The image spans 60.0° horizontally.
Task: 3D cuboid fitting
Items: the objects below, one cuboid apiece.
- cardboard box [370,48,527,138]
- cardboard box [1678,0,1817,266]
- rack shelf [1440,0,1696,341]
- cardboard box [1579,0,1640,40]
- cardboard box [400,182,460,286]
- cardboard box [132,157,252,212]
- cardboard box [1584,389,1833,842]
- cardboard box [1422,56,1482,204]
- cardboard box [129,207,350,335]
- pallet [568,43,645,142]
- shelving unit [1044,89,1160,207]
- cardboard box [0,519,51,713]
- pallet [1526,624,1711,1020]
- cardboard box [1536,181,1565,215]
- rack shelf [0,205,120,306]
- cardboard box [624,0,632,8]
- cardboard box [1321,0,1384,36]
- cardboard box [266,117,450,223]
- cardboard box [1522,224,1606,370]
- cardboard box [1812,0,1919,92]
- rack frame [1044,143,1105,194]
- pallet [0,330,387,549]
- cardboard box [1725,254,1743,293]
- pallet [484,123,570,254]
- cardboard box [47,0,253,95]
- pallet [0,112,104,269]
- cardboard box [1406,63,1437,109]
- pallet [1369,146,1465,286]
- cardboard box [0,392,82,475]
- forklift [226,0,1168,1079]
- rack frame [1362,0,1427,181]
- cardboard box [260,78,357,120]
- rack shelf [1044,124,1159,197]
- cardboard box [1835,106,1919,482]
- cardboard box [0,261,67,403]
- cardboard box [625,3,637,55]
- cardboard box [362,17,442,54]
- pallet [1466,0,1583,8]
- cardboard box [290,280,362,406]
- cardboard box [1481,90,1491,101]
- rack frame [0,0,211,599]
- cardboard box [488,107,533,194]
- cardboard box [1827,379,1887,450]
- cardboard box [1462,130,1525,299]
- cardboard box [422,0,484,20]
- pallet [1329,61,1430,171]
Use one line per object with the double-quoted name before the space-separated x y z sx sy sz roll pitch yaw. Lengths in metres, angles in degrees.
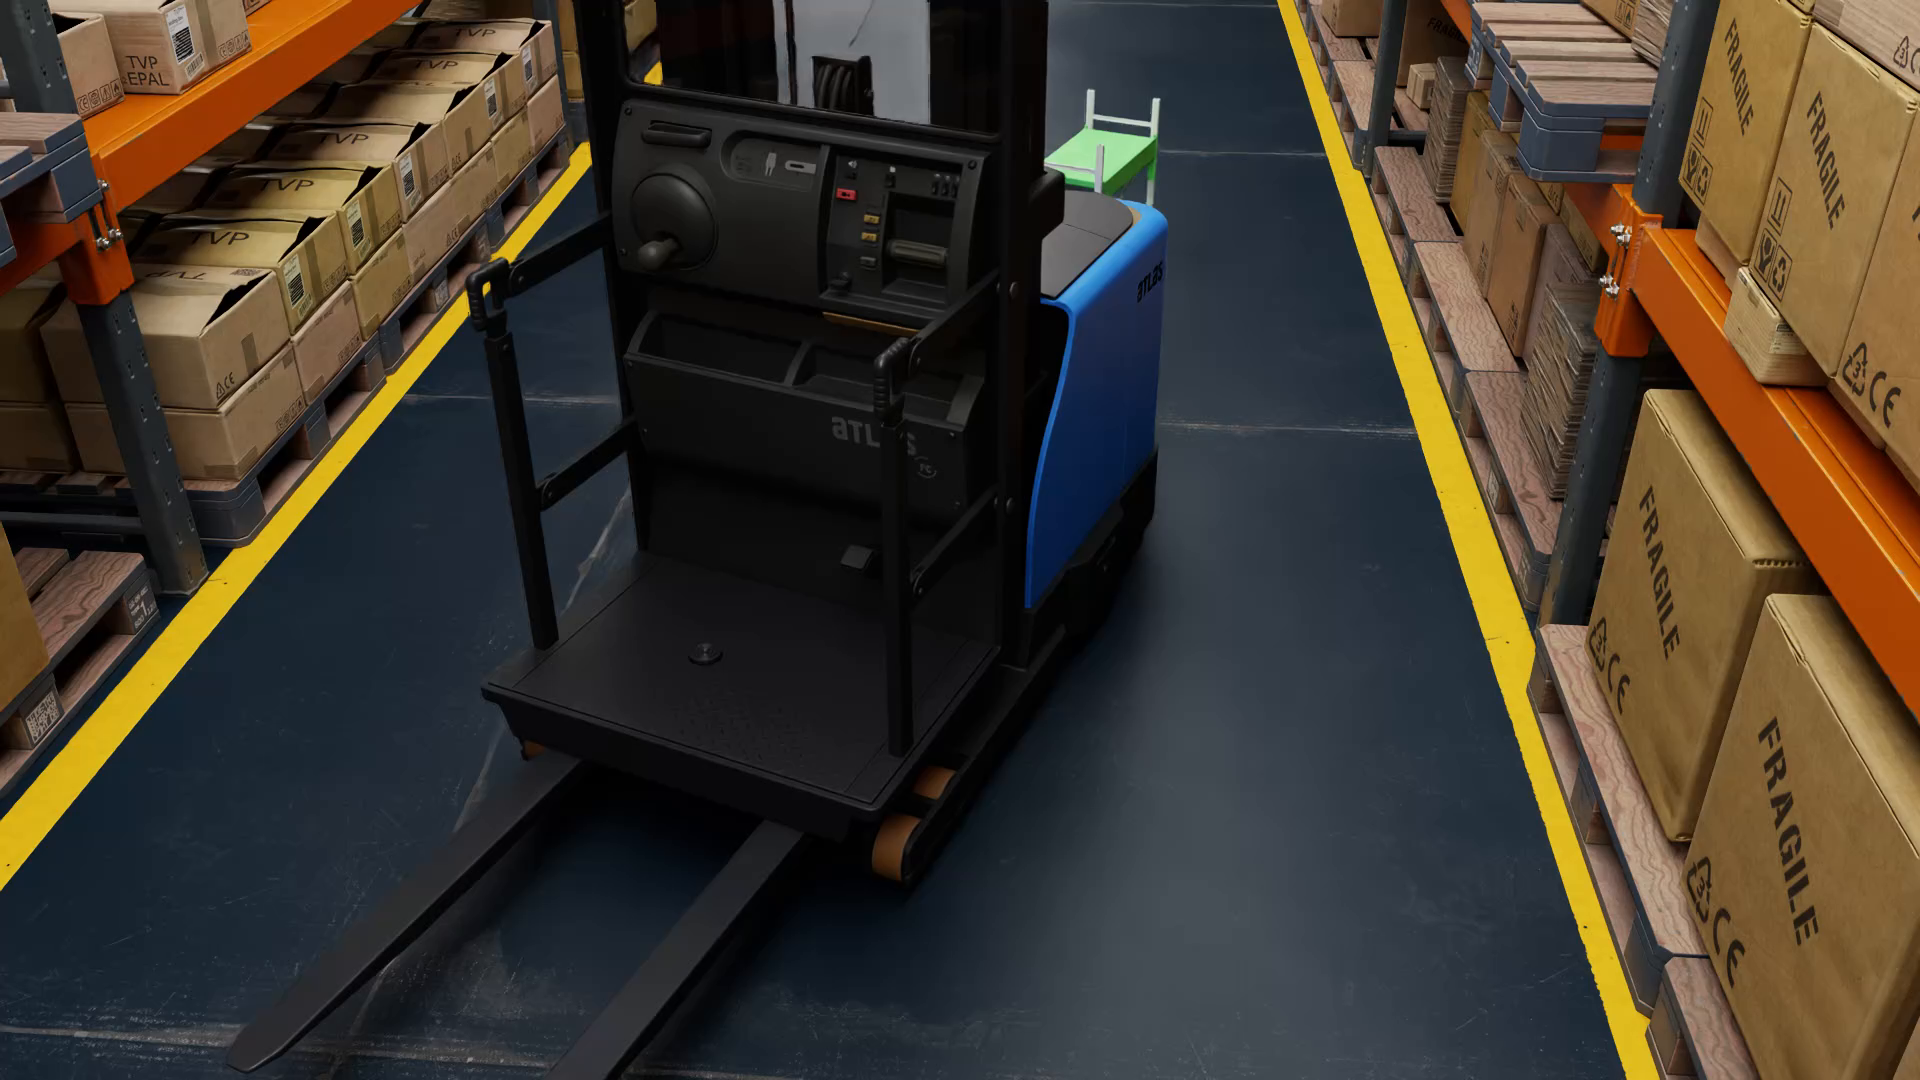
"cardboard box" -2.247 -1.998 7.320 0.500 0.311 0.500 3 32 5
"cardboard box" 1.854 -0.881 3.423 0.500 0.500 0.500 3 32 5
"rack shelf" 2.311 -1.686 5.813 1.077 0.370 4.000 2 32 4
"cardboard box" 2.195 -1.716 4.661 0.700 0.500 0.500 0 32 -1
"cardboard box" -2.335 -1.229 6.605 0.500 0.250 0.500 3 32 5
"cardboard box" -2.912 -1.223 6.062 0.500 0.311 0.500 2 32 4
"cardboard box" 1.958 0.169 3.766 0.750 0.750 0.750 2 32 3
"cardboard box" 2.431 -1.776 7.236 0.700 0.500 0.500 3 32 6
"cardboard box" -2.419 -0.940 5.601 0.500 0.311 0.500 2 32 3
"pallet" -2.357 -2.475 9.064 1.003 0.211 1.213 2 32 4
"shelving unit" 0.412 -0.776 5.366 0.258 1.200 0.503 14 34 21
"cardboard box" -2.631 0.220 3.998 0.500 0.500 0.500 4 32 6
"pallet" 2.009 0.650 3.995 1.003 0.211 1.213 2 32 4
"cardboard box" 2.301 -1.332 5.801 0.500 0.250 0.500 2 32 4
"rack shelf" -2.952 0.196 2.759 1.077 0.370 4.000 2 32 4
"cardboard box" -2.081 -3.066 8.872 0.500 0.500 0.500 2 32 4
"cardboard box" 2.498 -3.215 9.572 0.700 0.500 0.500 1 32 1
"cardboard box" -2.334 -1.475 6.470 0.500 0.311 0.500 2 32 3
"cardboard box" 2.313 -0.713 5.511 0.700 0.500 0.500 2 32 4
"cardboard box" 1.811 -0.936 2.797 0.500 0.250 0.500 2 32 3
"rack frame" 0.308 -0.660 5.178 0.240 1.200 0.015 14 34 21
"pallet" -2.683 -0.398 5.694 1.003 0.211 1.213 2 32 4
"cardboard box" 1.862 -0.554 3.511 0.380 0.149 0.250 3 32 5
"pallet" -2.485 -1.674 7.765 1.003 0.211 1.213 2 32 4
"cardboard box" -2.523 -1.578 5.036 0.500 0.311 0.500 2 32 3
"pallet" -2.774 -0.717 3.737 1.213 0.211 1.003 2 32 4
"cardboard box" 2.488 -2.300 8.405 0.380 0.166 0.250 -2 32 -2
"pallet" 2.412 -1.444 7.392 1.003 0.211 1.213 2 32 4
"cardboard box" -2.989 -0.450 5.342 0.500 0.250 0.500 3 32 5
"forklift" -0.471 -0.699 3.590 1.130 2.935 3.031 14 34 21
"rack frame" 2.474 -3.038 7.321 1.000 3.000 0.127 2 32 4
"cardboard box" -2.832 -1.757 6.928 0.500 0.311 0.500 1 32 2
"rack shelf" 0.412 -1.131 5.148 0.258 0.148 0.480 14 34 21
"cardboard box" 1.760 -0.348 2.558 0.500 0.500 0.500 2 32 4
"cardboard box" -2.992 -0.688 5.193 0.500 0.311 0.500 3 32 5
"cardboard box" -2.078 -2.747 9.069 0.500 0.250 0.500 2 32 4
"cardboard box" -2.745 -2.289 7.792 0.500 0.311 0.500 3 32 4
"pallet" 2.269 -1.902 5.660 1.003 0.211 1.213 2 32 4
"cardboard box" -2.414 -0.689 5.729 0.500 0.250 0.500 2 32 3
"cardboard box" 2.398 -1.865 6.665 0.500 0.250 0.500 2 32 3
"rack frame" -2.789 -1.156 4.267 1.000 3.000 0.127 2 32 4
"cardboard box" -2.251 -1.762 7.471 0.500 0.250 0.500 2 32 3
"cardboard box" 1.858 -0.282 3.070 0.380 0.149 0.250 2 32 3
"cardboard box" 2.357 -1.238 6.364 0.700 0.500 0.500 3 32 5
"cardboard box" -2.591 -3.088 8.908 0.500 0.500 0.500 2 32 4
"pallet" 2.493 -2.204 8.625 1.003 0.211 1.213 2 32 4
